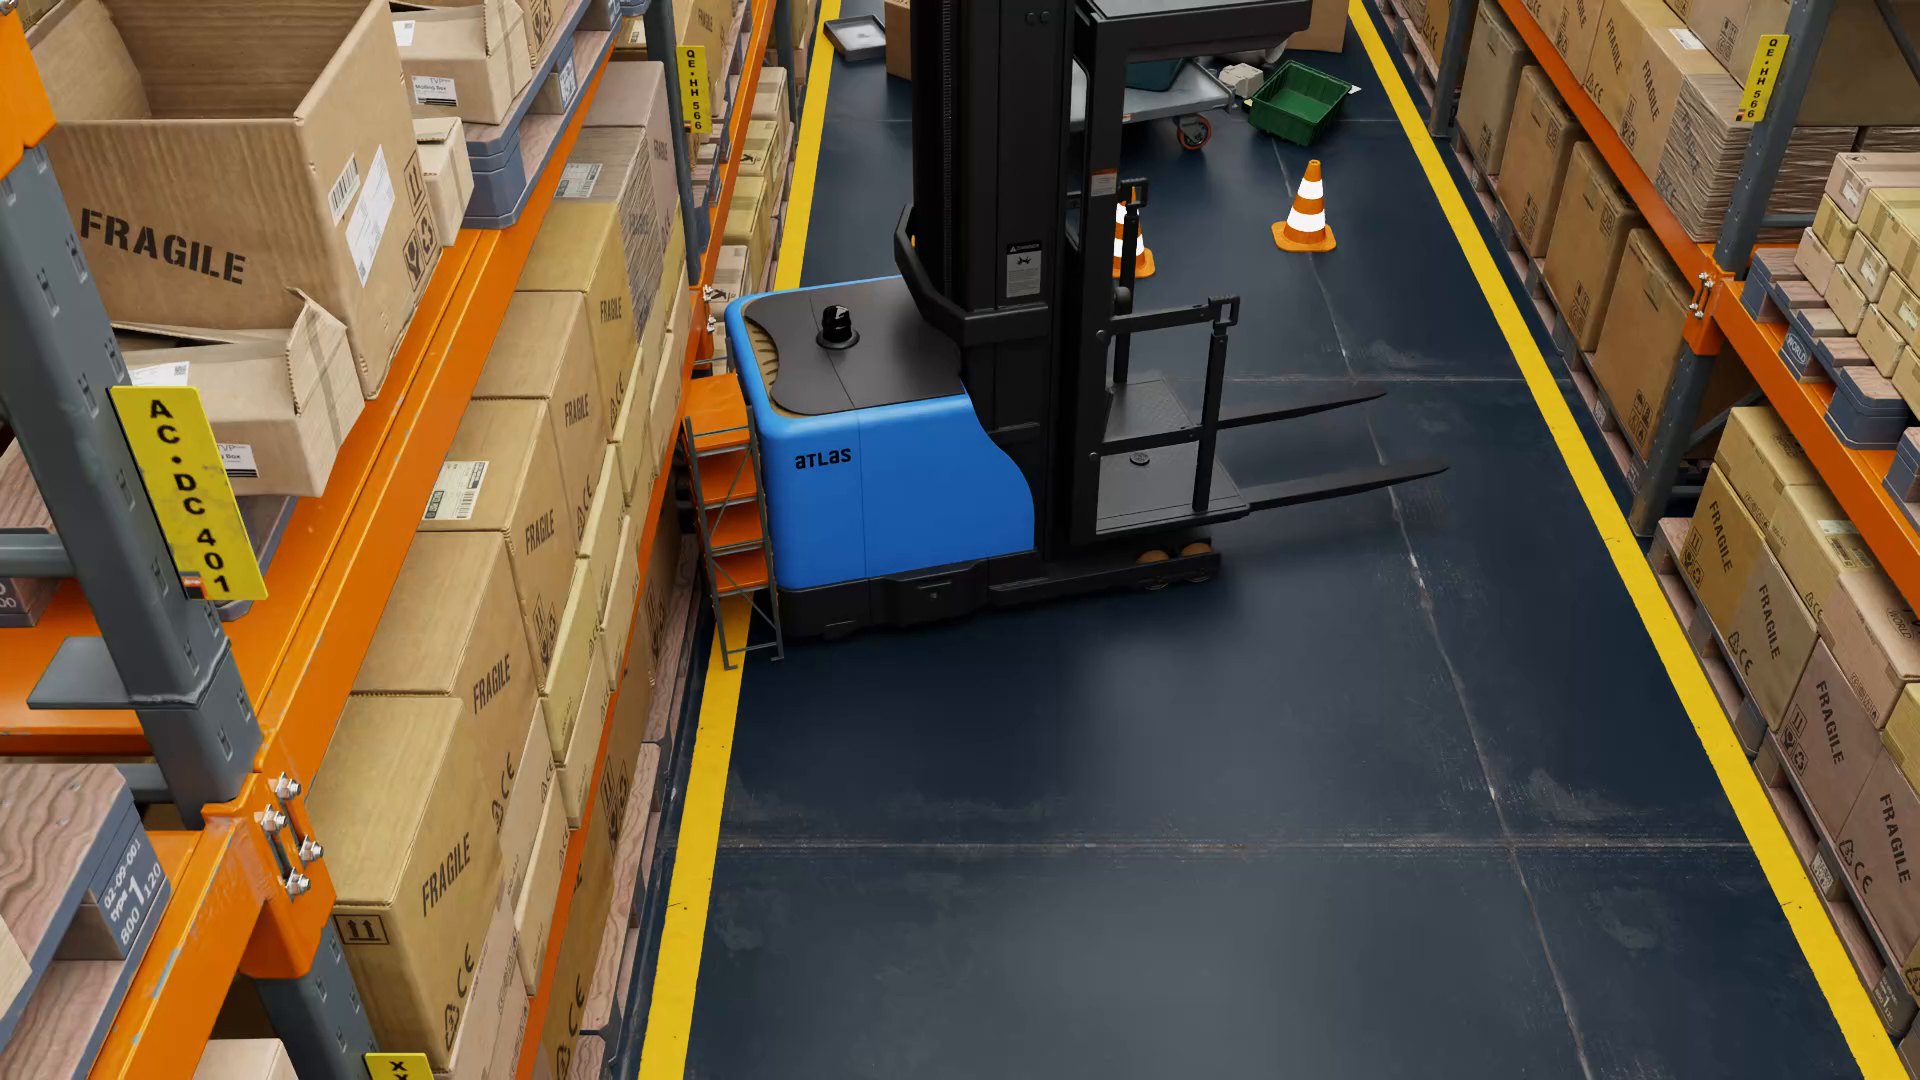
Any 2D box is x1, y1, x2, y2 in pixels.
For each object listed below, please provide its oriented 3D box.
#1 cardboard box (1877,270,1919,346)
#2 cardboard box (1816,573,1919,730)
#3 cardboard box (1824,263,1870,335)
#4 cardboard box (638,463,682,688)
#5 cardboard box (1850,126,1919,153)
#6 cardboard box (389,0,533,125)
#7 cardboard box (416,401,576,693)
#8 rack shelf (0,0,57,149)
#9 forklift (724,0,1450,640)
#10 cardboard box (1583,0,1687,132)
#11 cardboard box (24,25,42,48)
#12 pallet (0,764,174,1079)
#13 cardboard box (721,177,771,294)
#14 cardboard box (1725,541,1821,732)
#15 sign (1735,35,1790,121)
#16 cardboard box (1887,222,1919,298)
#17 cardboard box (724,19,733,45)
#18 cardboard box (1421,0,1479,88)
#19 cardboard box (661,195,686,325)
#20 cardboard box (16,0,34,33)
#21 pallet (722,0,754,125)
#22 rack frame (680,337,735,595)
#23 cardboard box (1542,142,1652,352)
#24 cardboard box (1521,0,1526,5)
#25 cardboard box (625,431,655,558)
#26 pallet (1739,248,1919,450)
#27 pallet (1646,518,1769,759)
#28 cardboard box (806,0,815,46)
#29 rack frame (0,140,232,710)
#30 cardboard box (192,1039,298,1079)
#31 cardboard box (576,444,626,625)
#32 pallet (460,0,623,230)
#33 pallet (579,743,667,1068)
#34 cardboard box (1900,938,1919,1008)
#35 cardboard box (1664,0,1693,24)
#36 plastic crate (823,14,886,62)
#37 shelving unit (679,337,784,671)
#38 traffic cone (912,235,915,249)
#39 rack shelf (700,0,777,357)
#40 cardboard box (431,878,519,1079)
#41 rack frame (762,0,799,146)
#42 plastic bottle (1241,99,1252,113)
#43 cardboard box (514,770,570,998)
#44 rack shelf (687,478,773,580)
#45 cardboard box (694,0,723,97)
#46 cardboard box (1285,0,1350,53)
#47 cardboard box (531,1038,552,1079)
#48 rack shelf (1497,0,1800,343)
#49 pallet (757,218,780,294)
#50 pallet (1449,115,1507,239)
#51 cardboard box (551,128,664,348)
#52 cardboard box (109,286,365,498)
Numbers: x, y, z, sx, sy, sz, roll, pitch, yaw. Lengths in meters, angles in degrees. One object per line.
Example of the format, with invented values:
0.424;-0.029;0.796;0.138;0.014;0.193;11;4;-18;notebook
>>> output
3.255;-0.758;5.424;0.380;0.149;0.250;-1;39;-1;cardboard box
3.197;0.362;5.463;0.500;0.250;0.500;0;39;0;cardboard box
3.248;-0.833;5.756;0.380;0.149;0.250;2;39;2;cardboard box
-1.583;-0.051;6.278;0.875;0.875;0.875;0;39;0;cardboard box
3.719;-1.535;6.687;0.500;0.500;0.500;0;39;0;cardboard box
-1.148;-1.072;3.562;0.396;0.266;0.258;3;39;4;cardboard box
-1.235;0.017;3.951;0.500;0.500;0.500;-1;39;-1;cardboard box
-1.498;-1.802;3.198;1.077;0.370;4.000;0;39;0;rack shelf
0.602;-1.245;6.460;3.031;2.935;1.130;-10;40;-12;forklift
3.181;-2.160;7.467;0.500;0.500;0.500;-1;39;-1;cardboard box
-6.138;-3.037;10.505;0.500;0.250;0.500;0;39;0;cardboard box
-1.505;0.729;1.614;1.003;0.211;1.213;0;39;0;pallet
-1.495;-1.576;8.583;0.950;0.372;0.625;1;39;1;cardboard box
3.199;0.353;6.073;0.500;0.500;0.500;0;39;0;cardboard box
2.894;-1.664;6.002;0.100;0.325;0.005;0;39;0;sign
3.255;-0.902;5.367;0.380;0.149;0.250;0;39;0;cardboard box
-1.268;-2.428;7.746;0.380;0.149;0.250;1;39;1;cardboard box
3.514;-3.445;10.513;0.875;0.875;0.875;1;39;1;cardboard box
-1.246;-0.982;5.797;0.500;0.250;0.500;0;39;0;cardboard box
-6.161;-3.232;10.348;0.500;0.250;0.500;0;39;0;cardboard box
-1.544;-2.311;7.889;1.003;0.211;1.213;0;39;0;pallet
-0.964;-0.268;6.619;0.240;1.200;0.015;-11;39;-11;rack frame
3.534;-1.429;8.097;1.050;0.750;0.750;1;39;1;cardboard box
3.178;-3.111;8.653;0.500;0.500;0.500;0;39;0;cardboard box
-1.239;-0.139;5.145;0.500;0.250;0.500;0;39;-1;cardboard box
3.557;-0.695;5.872;1.213;0.211;1.003;0;39;0;pallet
3.449;0.362;6.630;1.003;0.211;1.213;0;39;0;pallet
-1.248;-3.444;11.011;0.500;0.250;0.500;2;39;3;cardboard box
-1.496;-0.988;1.287;1.000;3.000;0.127;0;39;0;rack frame
-1.177;0.863;2.376;0.380;0.149;0.250;-1;39;-1;cardboard box
-1.220;-0.017;4.592;0.500;0.250;0.500;-1;39;-1;cardboard box
-1.442;-1.143;4.030;1.003;0.211;1.213;2;39;2;pallet
-1.576;1.194;5.591;1.003;0.211;1.213;0;39;0;pallet
3.201;1.314;4.874;0.500;0.500;0.500;-1;39;-1;cardboard box
3.454;-2.562;7.169;0.700;0.500;0.500;-1;39;-1;cardboard box
-0.687;-3.493;11.544;0.402;0.080;0.583;-13;40;-16;plastic crate
-0.900;-0.124;6.432;0.258;1.200;0.503;-11;39;-11;shelving unit
-0.104;-1.885;9.233;0.336;0.463;0.334;0;39;0;traffic cone
-1.503;-2.118;8.070;1.077;0.370;4.000;0;39;0;rack shelf
-1.214;0.941;3.397;0.500;0.250;0.500;-1;39;-1;cardboard box
-1.505;-3.650;9.406;1.000;3.000;0.127;0;39;0;rack frame
1.935;-2.741;10.622;0.133;0.061;0.283;-20;43;-23;plastic bottle
-1.234;0.813;3.957;0.500;0.250;0.500;-1;39;-1;cardboard box
-0.898;-0.071;6.474;0.258;0.148;0.480;-11;39;-11;rack shelf
-1.277;-2.075;6.787;0.500;0.500;0.500;2;39;2;cardboard box
2.417;-3.712;11.480;0.500;0.500;0.500;6;39;8;cardboard box
-1.577;1.631;4.180;0.875;0.875;0.875;1;39;1;cardboard box
3.447;-2.185;8.153;1.077;0.370;4.000;0;39;0;rack shelf
-1.498;-1.310;8.716;1.003;0.211;1.213;0;39;0;pallet
3.521;-2.146;9.759;1.003;0.211;1.213;0;39;0;pallet
-1.229;-0.934;5.137;0.500;0.500;0.500;1;39;1;cardboard box
-1.146;-0.242;2.526;0.396;0.266;0.258;0;39;0;cardboard box
